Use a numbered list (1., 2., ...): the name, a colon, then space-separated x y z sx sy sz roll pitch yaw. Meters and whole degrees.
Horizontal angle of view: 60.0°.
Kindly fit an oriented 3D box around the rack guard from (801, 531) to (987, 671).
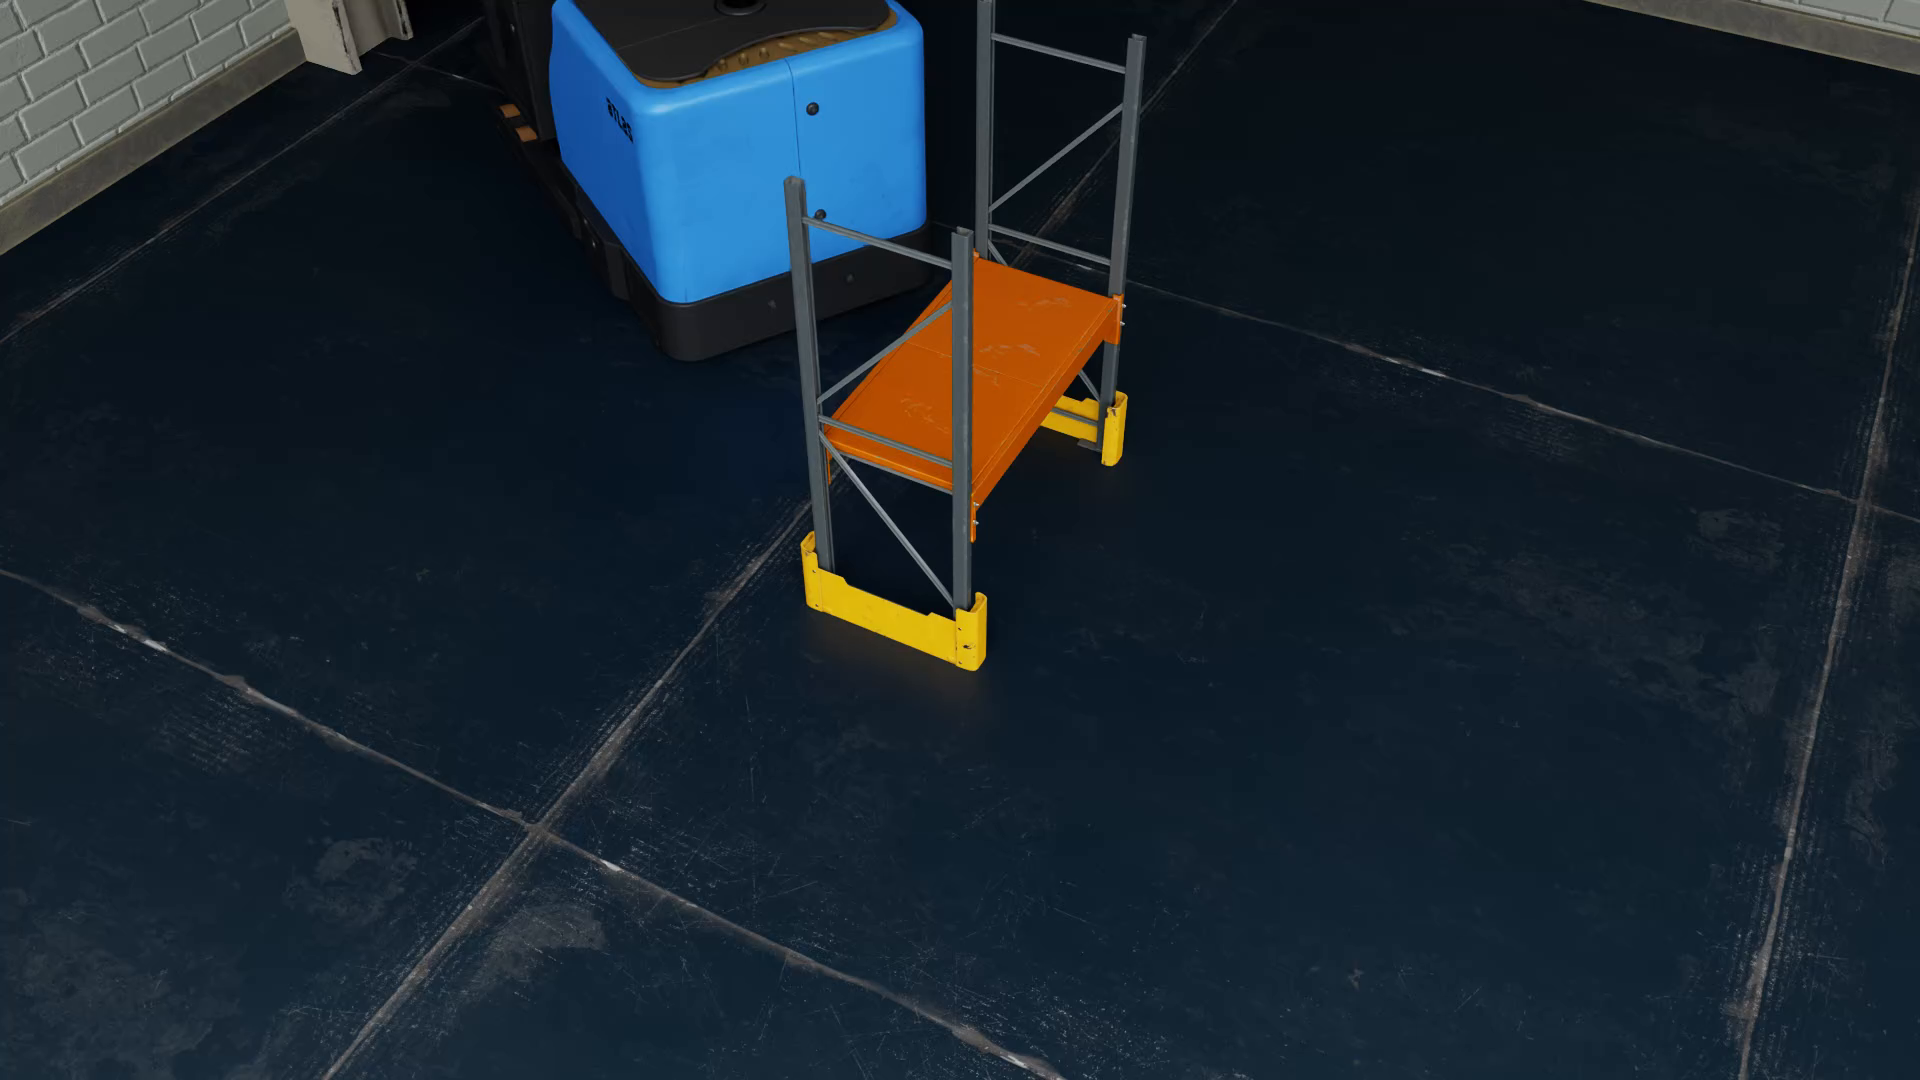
1. rack guard: -0.196 0.178 4.898 0.587 0.250 0.087 20 49 19

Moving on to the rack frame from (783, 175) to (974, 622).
1. rack frame: -0.196 -0.261 4.453 0.500 1.500 0.032 20 49 19

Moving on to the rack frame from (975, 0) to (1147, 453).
1. rack frame: 0.276 -0.901 5.086 0.500 1.500 0.032 20 49 19

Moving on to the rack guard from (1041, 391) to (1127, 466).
1. rack guard: 0.267 -0.450 5.519 0.587 0.250 0.087 20 49 19

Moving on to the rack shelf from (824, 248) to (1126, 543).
1. rack shelf: 0.040 -0.455 4.898 0.538 0.185 1.000 20 49 19

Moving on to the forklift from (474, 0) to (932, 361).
1. forklift: -1.266 -2.690 5.848 1.130 2.935 3.031 -22 49 -20

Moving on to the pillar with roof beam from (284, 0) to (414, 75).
1. pillar with roof beam: 1.126 -3.946 2.823 9.100 9.000 0.400 20 49 19

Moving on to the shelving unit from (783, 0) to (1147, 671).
1. shelving unit: 0.035 -0.575 4.764 0.587 1.500 1.083 20 49 19
